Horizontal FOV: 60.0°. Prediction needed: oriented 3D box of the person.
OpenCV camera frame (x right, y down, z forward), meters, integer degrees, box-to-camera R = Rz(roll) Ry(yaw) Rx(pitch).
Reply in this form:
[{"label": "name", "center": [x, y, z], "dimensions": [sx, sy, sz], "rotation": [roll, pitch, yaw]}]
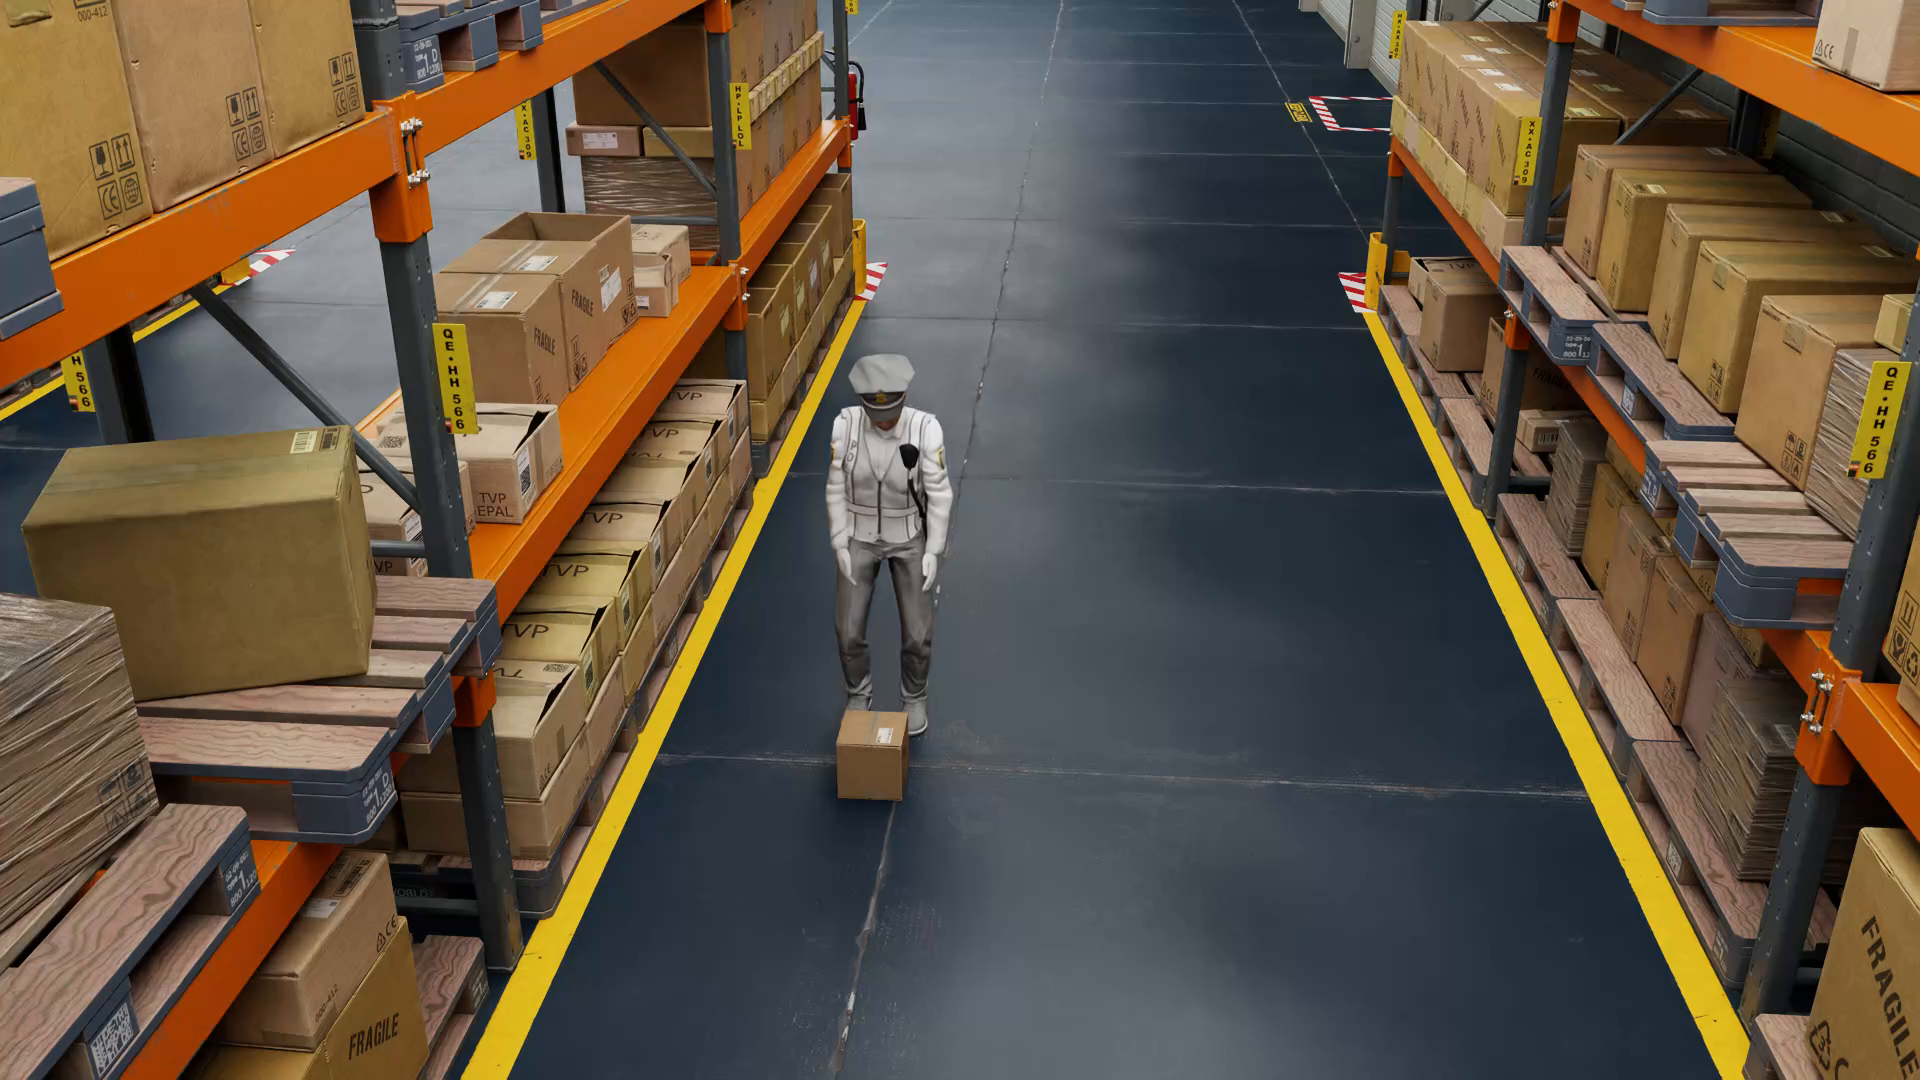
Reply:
[{"label": "person", "center": [-0.281, 0.031, 6.611], "dimensions": [0.504, 1.616, 0.465], "rotation": [2, 25, 5]}]
